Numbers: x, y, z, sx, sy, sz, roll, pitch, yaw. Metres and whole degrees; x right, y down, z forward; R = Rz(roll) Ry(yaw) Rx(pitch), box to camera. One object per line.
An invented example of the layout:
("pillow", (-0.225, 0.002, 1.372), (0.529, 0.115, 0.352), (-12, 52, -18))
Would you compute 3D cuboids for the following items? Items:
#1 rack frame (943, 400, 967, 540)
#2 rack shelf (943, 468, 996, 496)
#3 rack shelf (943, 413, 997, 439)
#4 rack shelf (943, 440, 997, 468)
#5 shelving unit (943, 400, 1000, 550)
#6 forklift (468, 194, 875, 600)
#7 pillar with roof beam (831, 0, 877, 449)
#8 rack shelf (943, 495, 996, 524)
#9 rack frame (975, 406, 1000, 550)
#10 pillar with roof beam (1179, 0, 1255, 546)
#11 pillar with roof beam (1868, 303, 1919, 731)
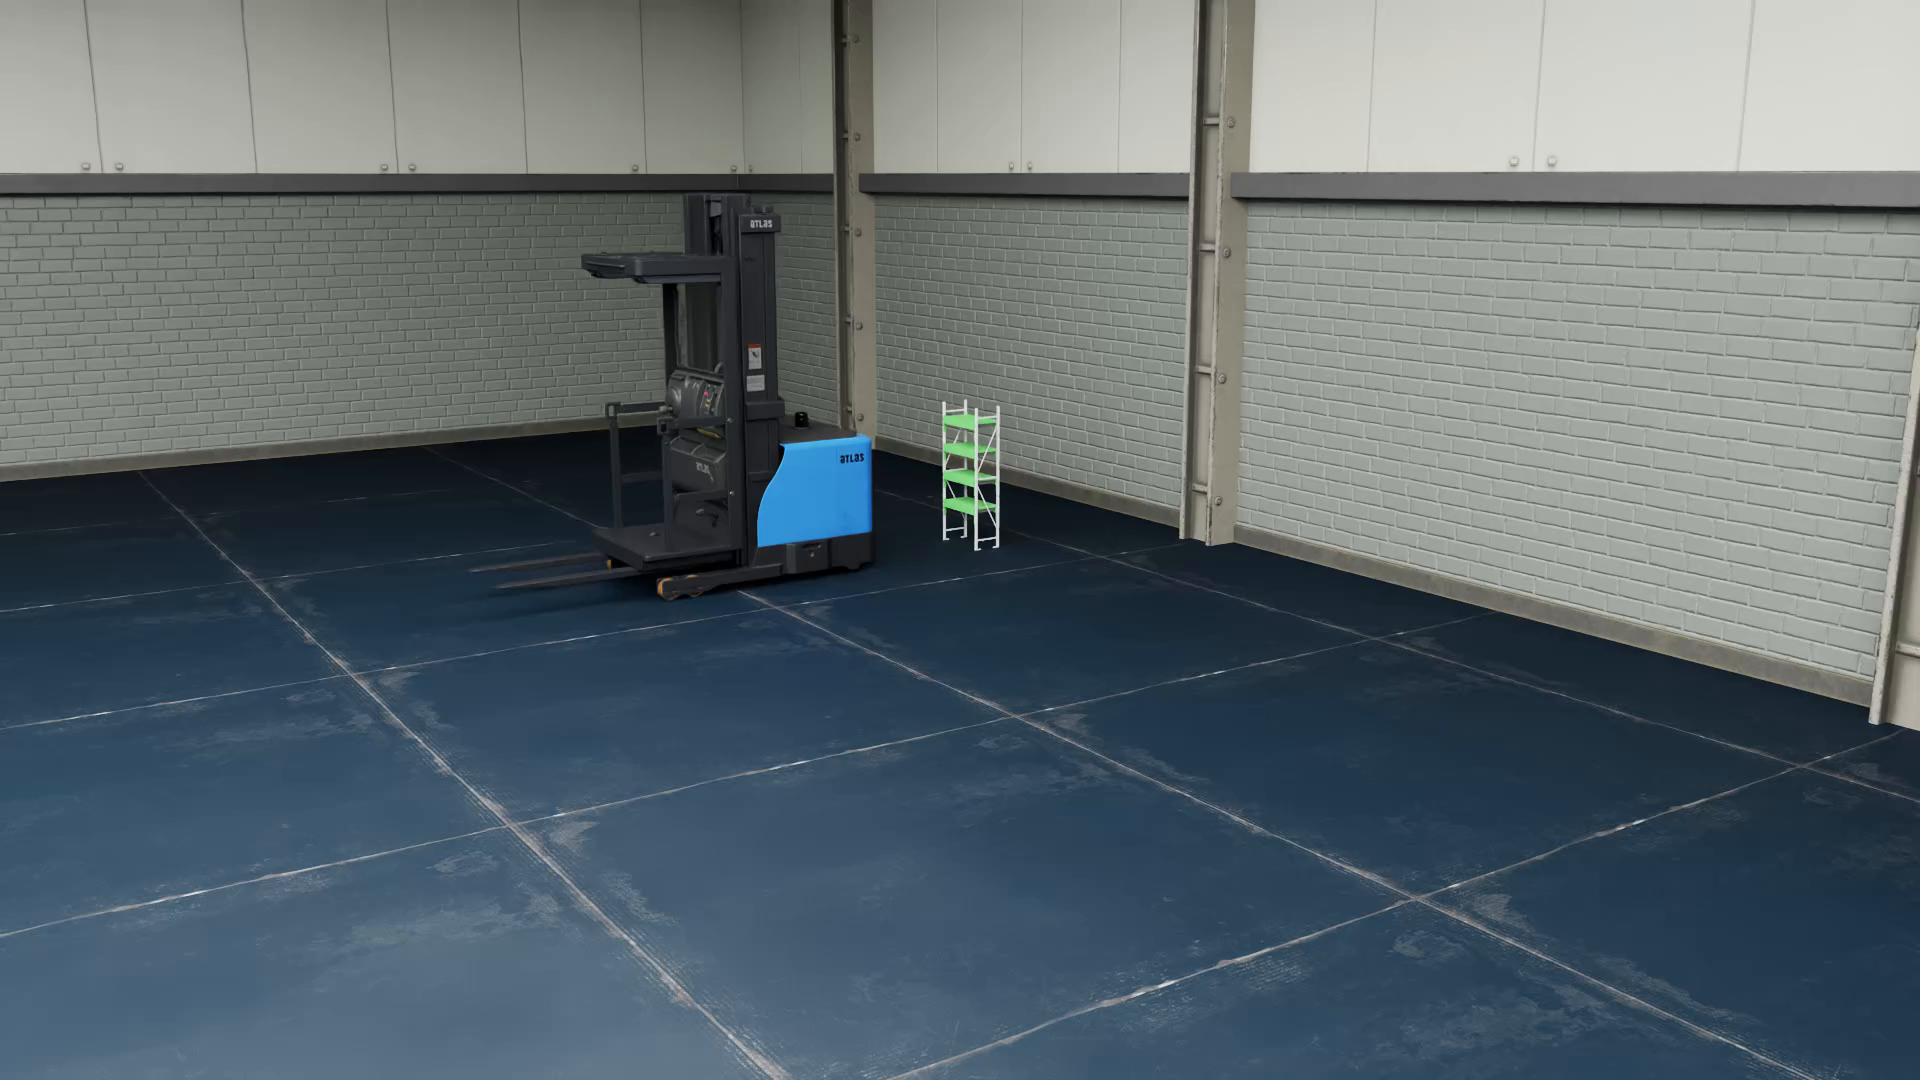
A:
("rack frame", (-0.043, -0.600, 14.297), (0.240, 1.200, 0.015), (-8, 15, -33))
("rack shelf", (0.092, -0.494, 14.113), (0.258, 0.148, 0.480), (-8, 15, -33))
("rack shelf", (0.092, -0.963, 14.010), (0.258, 0.148, 0.480), (-8, 15, -33))
("rack shelf", (0.092, -0.729, 14.061), (0.258, 0.148, 0.480), (-8, 15, -33))
("shelving unit", (0.092, -0.557, 14.099), (0.258, 1.200, 0.503), (-8, 15, -33))
("forklift", (-2.194, -1.112, 12.587), (3.031, 2.935, 1.130), (-8, 15, -33))
("pillar with roof beam", (-4.770, -4.956, 15.960), (9.100, 9.000, 0.400), (-8, 15, -33))
("rack shelf", (0.092, -0.260, 14.164), (0.258, 0.148, 0.480), (-8, 15, -33))
("rack frame", (0.227, -0.513, 13.901), (0.240, 1.200, 0.015), (-8, 15, -33))
("pillar with roof beam", (-1.446, -3.889, 11.080), (9.100, 9.000, 0.400), (-8, 15, -33))
("pillar with roof beam", (1.879, -2.822, 6.200), (9.100, 9.000, 0.400), (-8, 15, -33))
